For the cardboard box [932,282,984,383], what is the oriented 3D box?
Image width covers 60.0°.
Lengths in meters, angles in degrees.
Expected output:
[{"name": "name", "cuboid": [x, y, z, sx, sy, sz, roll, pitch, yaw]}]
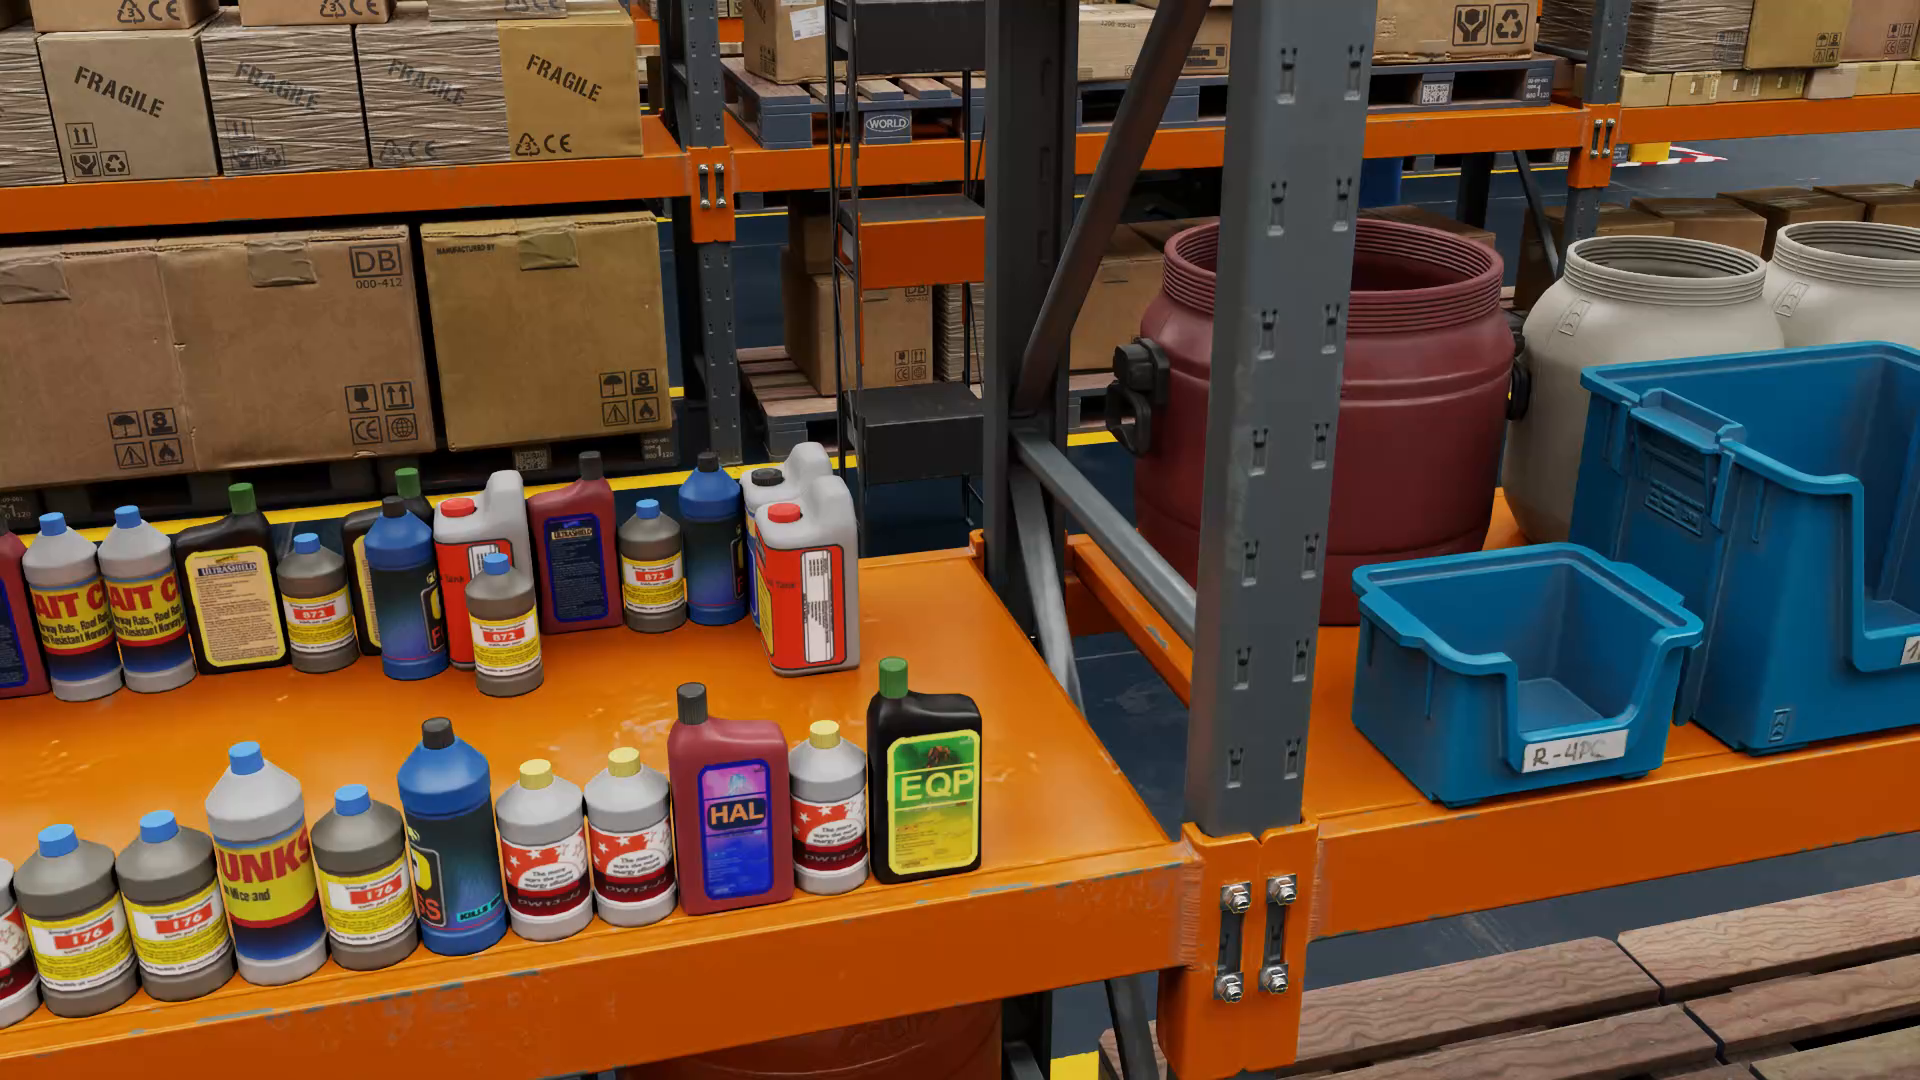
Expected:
[{"name": "cardboard box", "cuboid": [0.065, -1.068, 7.547, 0.500, 0.500, 0.700, -8, 25, -19]}]

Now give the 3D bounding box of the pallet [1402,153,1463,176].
[{"name": "pallet", "cuboid": [3.434, -3.093, 13.190, 1.213, 0.211, 1.003, -6, 24, -14]}]

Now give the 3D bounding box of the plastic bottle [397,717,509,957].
[{"name": "plastic bottle", "cuboid": [-0.567, 0.324, 1.855, 0.097, 0.271, 0.097, 0, 23, 0]}]

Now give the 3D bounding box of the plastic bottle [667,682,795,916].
[{"name": "plastic bottle", "cuboid": [-0.264, 0.292, 1.913, 0.133, 0.283, 0.061, -6, 24, -14]}]

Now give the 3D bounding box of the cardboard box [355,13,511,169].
[{"name": "cardboard box", "cuboid": [-1.995, -1.720, 6.328, 0.500, 0.500, 0.500, -7, 24, -15]}]

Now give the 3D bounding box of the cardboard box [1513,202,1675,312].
[{"name": "cardboard box", "cuboid": [3.142, -1.369, 8.275, 0.500, 0.500, 0.500, -7, 24, -16]}]

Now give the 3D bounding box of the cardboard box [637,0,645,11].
[{"name": "cardboard box", "cuboid": [-1.987, -3.961, 11.551, 0.500, 0.500, 0.500, -6, 24, -14]}]

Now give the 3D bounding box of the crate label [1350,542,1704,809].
[{"name": "crate label", "cuboid": [0.739, 0.183, 2.232, 0.416, 0.233, 0.303, -6, 24, -14]}]

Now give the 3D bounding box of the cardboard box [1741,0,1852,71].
[{"name": "cardboard box", "cuboid": [3.687, -2.545, 7.873, 0.500, 0.500, 0.875, -6, 24, -14]}]

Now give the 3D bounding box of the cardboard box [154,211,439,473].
[{"name": "cardboard box", "cuboid": [-2.636, -0.931, 6.777, 0.875, 0.875, 1.225, -6, 24, -14]}]

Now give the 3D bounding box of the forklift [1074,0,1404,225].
[{"name": "forklift", "cuboid": [0.850, -2.671, 8.758, 3.031, 2.935, 1.130, -7, 24, -16]}]

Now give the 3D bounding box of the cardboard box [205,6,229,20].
[{"name": "cardboard box", "cuboid": [-3.117, -1.805, 6.526, 0.500, 0.500, 0.500, -6, 24, -14]}]

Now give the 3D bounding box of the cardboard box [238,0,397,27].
[{"name": "cardboard box", "cuboid": [-2.442, -2.239, 6.264, 0.637, 0.503, 0.797, -6, 24, -13]}]

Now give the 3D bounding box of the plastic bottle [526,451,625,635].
[{"name": "plastic bottle", "cuboid": [-0.600, 0.003, 2.586, 0.133, 0.283, 0.061, -6, 24, -14]}]

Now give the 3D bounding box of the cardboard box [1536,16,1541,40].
[{"name": "cardboard box", "cuboid": [4.720, -3.737, 13.317, 0.875, 0.875, 0.875, -6, 24, -14]}]

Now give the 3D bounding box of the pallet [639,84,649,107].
[{"name": "pallet", "cuboid": [-3.029, -4.435, 16.319, 1.213, 0.211, 1.003, -6, 24, -14]}]

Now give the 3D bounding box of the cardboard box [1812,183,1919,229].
[{"name": "cardboard box", "cuboid": [4.817, -1.572, 8.746, 0.500, 0.500, 0.500, -4, 24, -9]}]

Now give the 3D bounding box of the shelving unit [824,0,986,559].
[{"name": "shelving unit", "cuboid": [-0.159, -0.947, 5.795, 0.503, 2.100, 0.431, -6, 24, -14]}]

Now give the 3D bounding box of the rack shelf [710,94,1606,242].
[{"name": "rack shelf", "cuboid": [0.820, -1.754, 7.446, 4.000, 0.370, 1.077, -6, 24, -14]}]

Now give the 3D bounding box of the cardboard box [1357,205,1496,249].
[{"name": "cardboard box", "cuboid": [2.149, -1.294, 8.074, 0.500, 0.500, 0.700, -8, 25, -18]}]

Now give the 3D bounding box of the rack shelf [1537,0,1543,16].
[{"name": "rack shelf", "cuboid": [3.429, -4.074, 12.853, 4.000, 0.370, 1.077, -6, 24, -14]}]

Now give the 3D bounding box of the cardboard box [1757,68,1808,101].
[{"name": "cardboard box", "cuboid": [3.750, -2.180, 7.845, 0.250, 0.149, 0.380, -6, 24, -14]}]

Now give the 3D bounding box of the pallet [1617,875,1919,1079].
[{"name": "pallet", "cuboid": [2.161, 1.094, 3.433, 1.213, 0.211, 1.003, -6, 24, -14]}]

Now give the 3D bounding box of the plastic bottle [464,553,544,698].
[{"name": "plastic bottle", "cuboid": [-0.665, 0.118, 2.423, 0.097, 0.201, 0.097, 0, 23, 0]}]

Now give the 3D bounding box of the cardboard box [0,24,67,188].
[{"name": "cardboard box", "cuboid": [-3.480, -1.553, 5.938, 0.500, 0.500, 0.500, -7, 24, -16]}]

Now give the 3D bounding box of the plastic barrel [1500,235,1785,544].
[{"name": "plastic barrel", "cuboid": [1.165, -0.233, 2.848, 0.421, 0.512, 0.421, 0, 23, 0]}]

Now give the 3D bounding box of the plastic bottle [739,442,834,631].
[{"name": "plastic bottle", "cuboid": [-0.271, -0.011, 2.629, 0.135, 0.276, 0.152, -6, 24, -14]}]

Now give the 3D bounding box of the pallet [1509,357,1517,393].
[{"name": "pallet", "cuboid": [1.997, -0.933, 8.156, 1.213, 0.211, 1.003, -6, 24, -14]}]

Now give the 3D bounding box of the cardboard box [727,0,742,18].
[{"name": "cardboard box", "cuboid": [-1.354, -3.812, 11.203, 0.500, 0.500, 0.500, -7, 24, -15]}]

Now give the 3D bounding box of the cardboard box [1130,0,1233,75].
[{"name": "cardboard box", "cuboid": [1.102, -2.318, 7.186, 0.637, 0.503, 0.797, -4, 24, -9]}]

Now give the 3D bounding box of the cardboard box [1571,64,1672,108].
[{"name": "cardboard box", "cuboid": [3.034, -2.091, 7.638, 0.250, 0.149, 0.380, -6, 24, -14]}]

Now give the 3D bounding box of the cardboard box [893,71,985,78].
[{"name": "cardboard box", "cuboid": [-0.086, -2.281, 7.102, 0.500, 0.500, 0.700, -3, 23, -7]}]

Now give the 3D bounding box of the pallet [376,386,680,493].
[{"name": "pallet", "cuboid": [-1.885, -0.535, 7.229, 1.213, 0.211, 1.003, -6, 24, -14]}]

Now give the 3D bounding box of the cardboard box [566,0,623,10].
[{"name": "cardboard box", "cuboid": [-1.647, -1.969, 6.908, 0.500, 0.500, 0.500, -6, 24, -13]}]

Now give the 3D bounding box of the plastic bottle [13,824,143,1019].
[{"name": "plastic bottle", "cuboid": [-0.942, 0.397, 1.772, 0.097, 0.201, 0.097, 0, 23, 0]}]

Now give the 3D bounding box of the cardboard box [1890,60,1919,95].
[{"name": "cardboard box", "cuboid": [4.475, -2.256, 8.022, 0.250, 0.149, 0.380, -6, 24, -14]}]

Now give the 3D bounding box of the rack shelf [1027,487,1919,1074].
[{"name": "rack shelf", "cuboid": [2.158, 0.126, 3.064, 4.000, 0.370, 1.077, -6, 24, -14]}]

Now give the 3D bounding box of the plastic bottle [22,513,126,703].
[{"name": "plastic bottle", "cuboid": [-1.280, 0.092, 2.396, 0.097, 0.271, 0.097, 0, 23, 0]}]

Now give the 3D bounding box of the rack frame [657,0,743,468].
[{"name": "rack frame", "cuboid": [-1.105, -1.872, 6.808, 0.127, 3.000, 1.000, -6, 24, -14]}]

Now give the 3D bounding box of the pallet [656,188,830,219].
[{"name": "pallet", "cuboid": [-1.568, -2.539, 11.901, 1.213, 0.211, 1.003, -6, 24, -14]}]

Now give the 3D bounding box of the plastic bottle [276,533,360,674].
[{"name": "plastic bottle", "cuboid": [-0.964, 0.089, 2.491, 0.097, 0.201, 0.097, 0, 23, 0]}]

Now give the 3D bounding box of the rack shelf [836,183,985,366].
[{"name": "rack shelf", "cuboid": [-0.159, -0.935, 5.800, 0.480, 0.518, 0.431, -6, 24, -14]}]

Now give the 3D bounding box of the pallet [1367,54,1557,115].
[{"name": "pallet", "cuboid": [1.971, -2.183, 7.778, 1.213, 0.211, 1.003, -6, 24, -14]}]

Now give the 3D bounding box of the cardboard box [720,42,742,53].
[{"name": "cardboard box", "cuboid": [-2.527, -4.758, 16.334, 0.625, 0.372, 0.950, -7, 24, -15]}]

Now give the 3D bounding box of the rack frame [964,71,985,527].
[{"name": "rack frame", "cuboid": [0.076, -0.973, 5.855, 0.015, 2.100, 0.400, -6, 24, -14]}]
